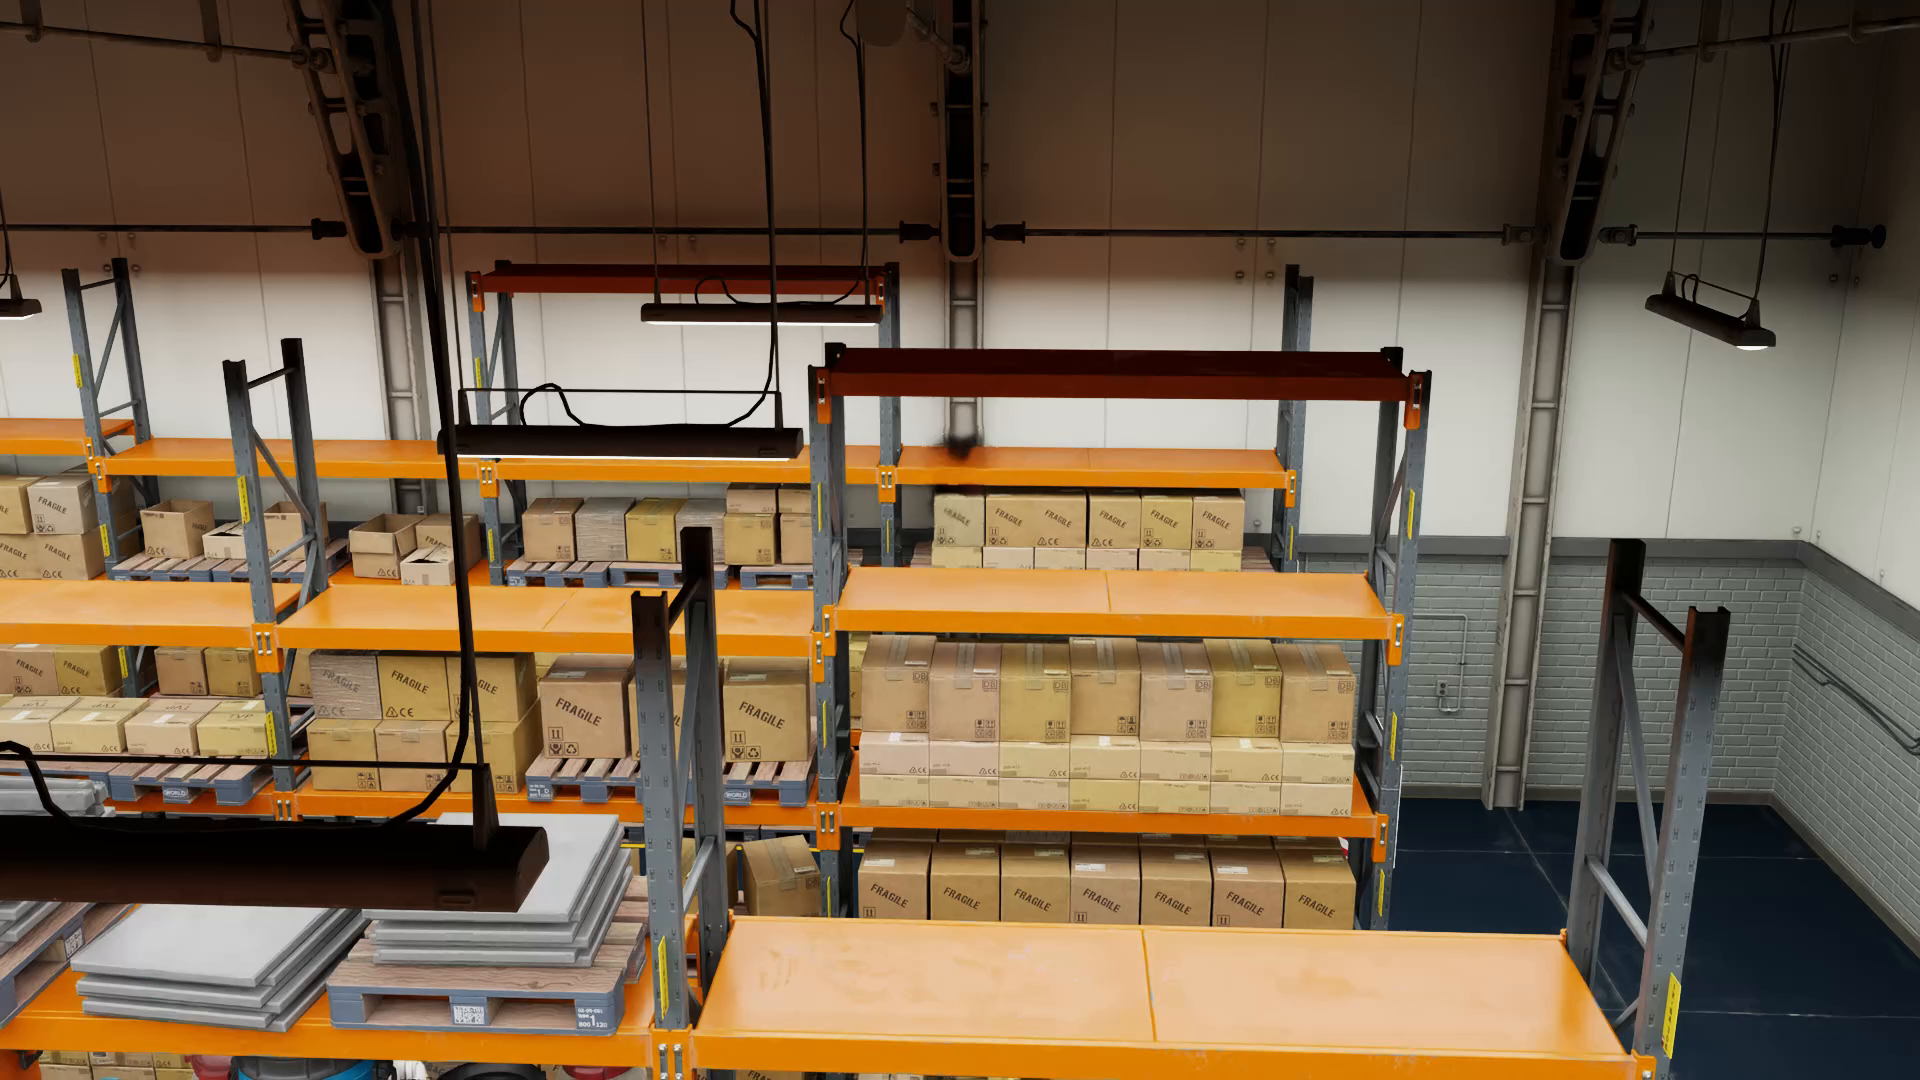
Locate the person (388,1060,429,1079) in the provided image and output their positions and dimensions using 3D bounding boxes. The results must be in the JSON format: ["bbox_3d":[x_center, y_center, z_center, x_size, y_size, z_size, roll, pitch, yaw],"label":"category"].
[{"bbox_3d":[-3.925,4.073,11.615,0.529,1.675,0.519,-6,17,-19],"label":"person"}]
